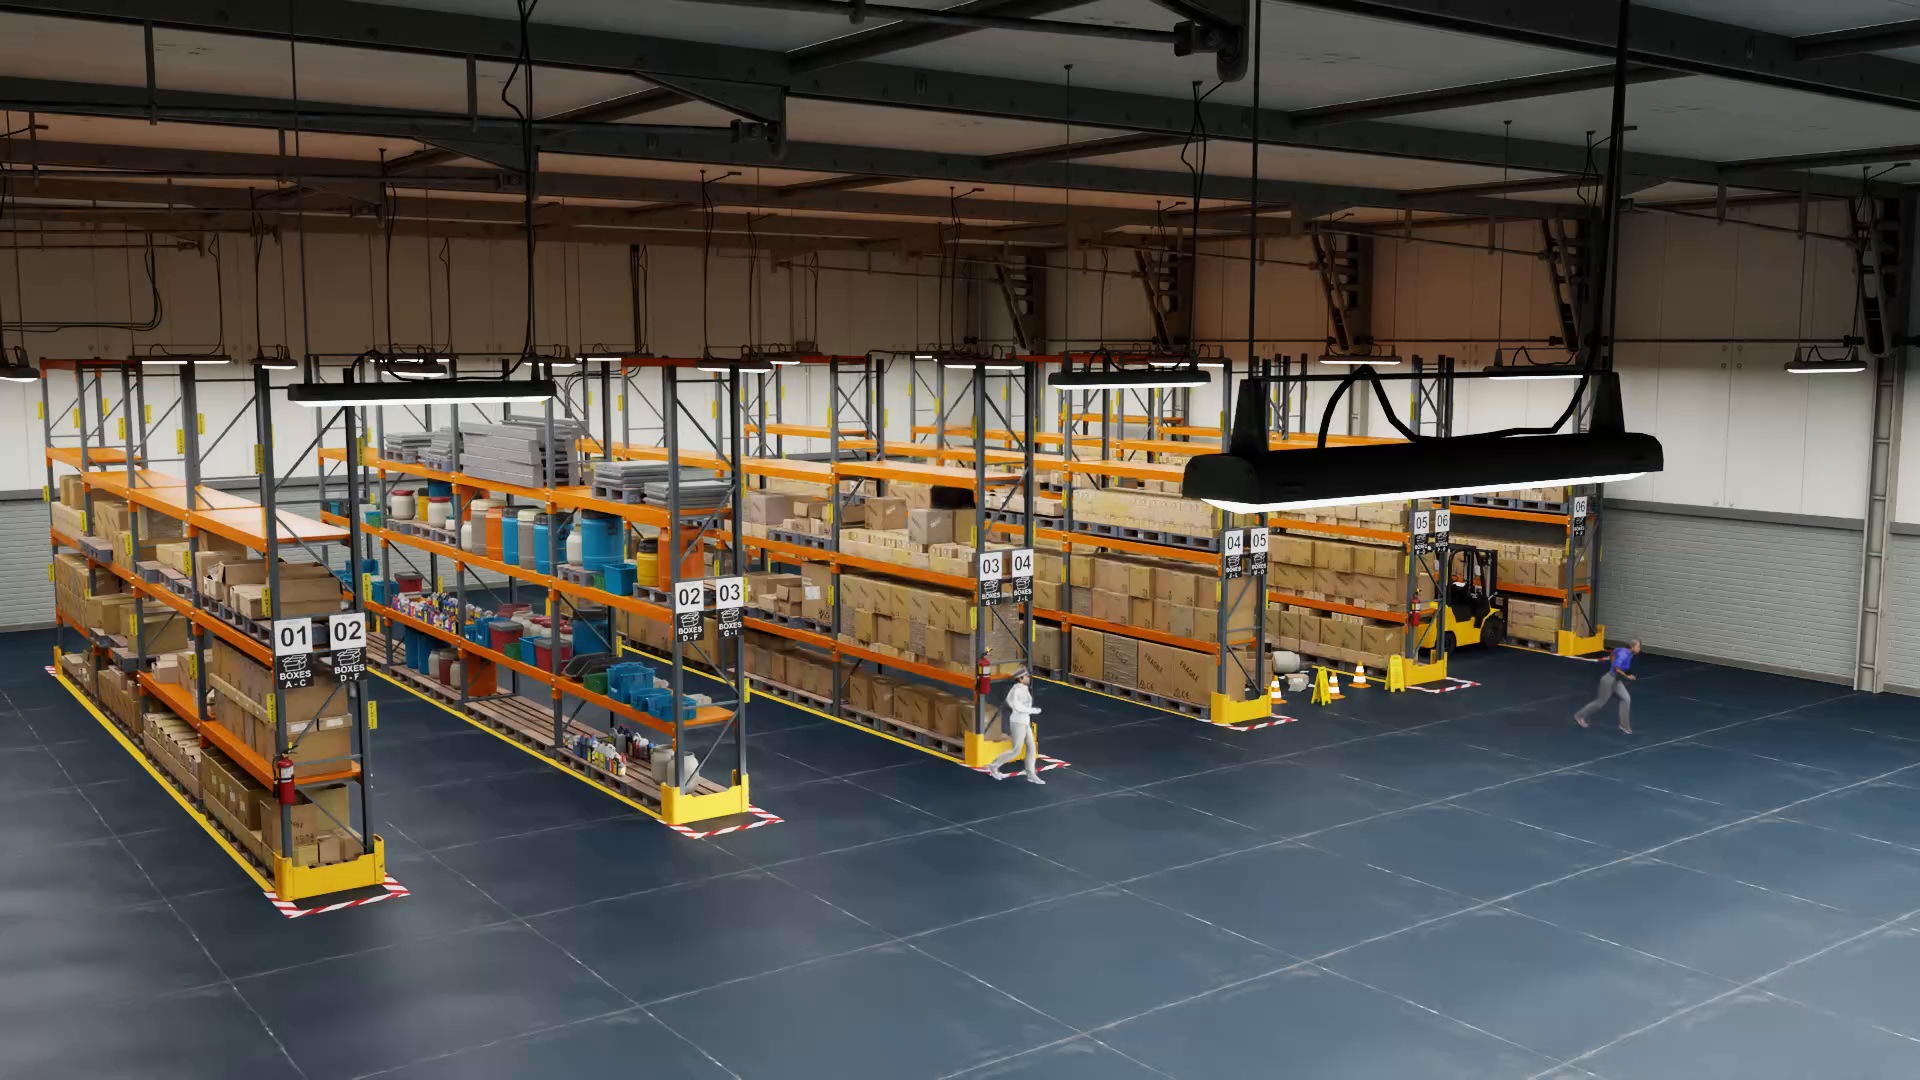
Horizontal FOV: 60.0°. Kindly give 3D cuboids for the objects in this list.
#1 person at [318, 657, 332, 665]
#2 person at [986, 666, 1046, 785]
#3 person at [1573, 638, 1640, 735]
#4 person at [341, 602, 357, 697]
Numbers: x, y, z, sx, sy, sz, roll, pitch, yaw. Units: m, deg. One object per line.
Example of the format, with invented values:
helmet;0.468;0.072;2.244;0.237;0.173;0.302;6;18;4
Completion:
person;-10.255;2.251;26.829;0.916;1.802;0.662;6;9;43
person;0.814;2.648;23.811;0.845;1.701;0.625;1;7;6
person;10.467;2.353;26.921;0.967;1.616;0.617;3;7;24
person;-10.994;1.943;29.754;0.524;1.741;0.767;-4;8;-29
